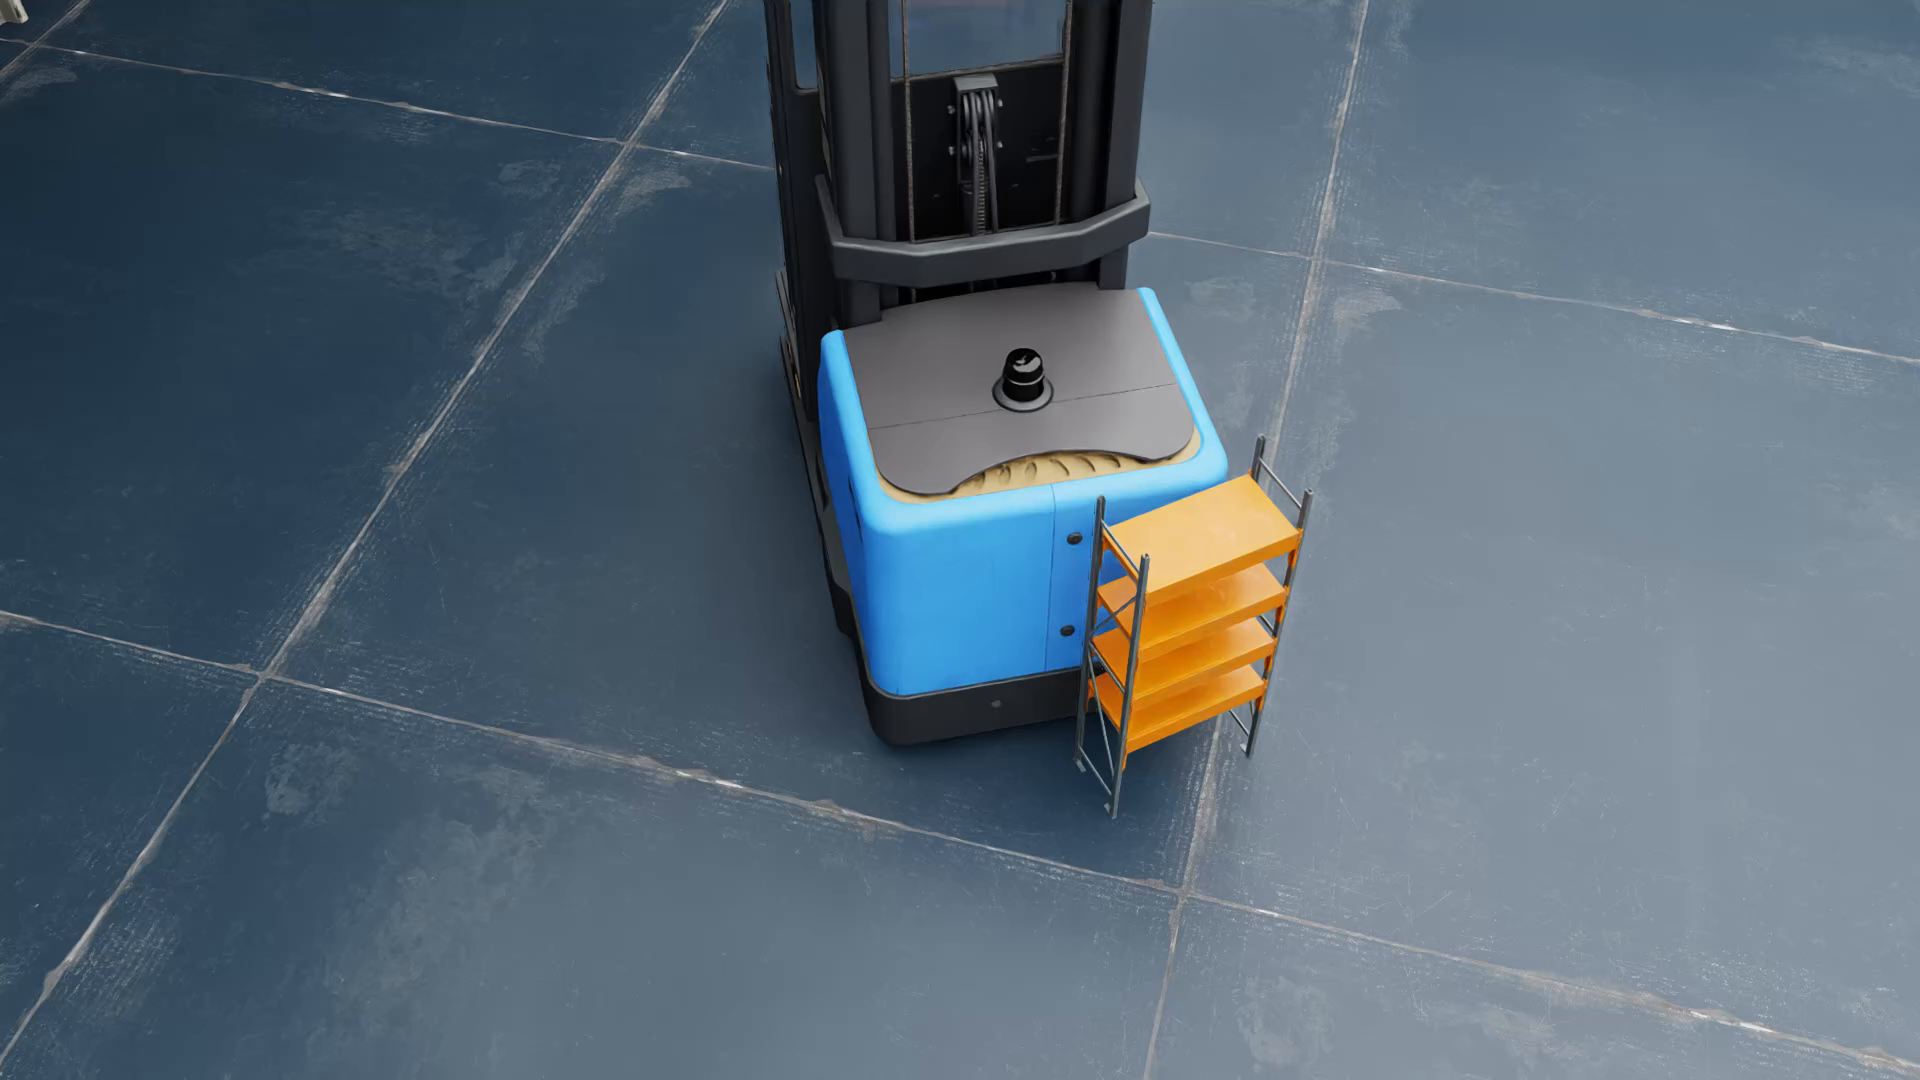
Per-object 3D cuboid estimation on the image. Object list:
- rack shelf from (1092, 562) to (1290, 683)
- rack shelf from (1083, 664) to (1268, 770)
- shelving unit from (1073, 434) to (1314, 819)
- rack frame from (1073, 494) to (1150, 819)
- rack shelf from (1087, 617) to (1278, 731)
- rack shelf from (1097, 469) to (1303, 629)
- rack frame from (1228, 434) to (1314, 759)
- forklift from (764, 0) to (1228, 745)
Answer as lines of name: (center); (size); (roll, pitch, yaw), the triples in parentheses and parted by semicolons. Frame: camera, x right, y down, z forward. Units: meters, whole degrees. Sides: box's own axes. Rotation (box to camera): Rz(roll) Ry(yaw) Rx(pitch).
rack shelf: (0.629, 0.177, 4.585); (0.480, 0.148, 0.258); (-21, 52, -17)
rack shelf: (0.629, 0.456, 4.902); (0.480, 0.148, 0.258); (-21, 52, -17)
shelving unit: (0.629, 0.280, 4.702); (0.503, 1.200, 0.258); (-21, 52, -17)
rack frame: (0.411, 0.362, 4.630); (0.015, 1.200, 0.240); (-21, 52, -17)
rack shelf: (0.629, 0.325, 4.753); (0.480, 0.148, 0.258); (-21, 52, -17)
rack shelf: (0.629, 0.020, 4.408); (0.480, 0.148, 0.258); (-21, 52, -17)
rack frame: (0.847, 0.198, 4.775); (0.015, 1.200, 0.240); (-21, 52, -17)
forklift: (-0.057, -1.470, 5.093); (1.130, 2.935, 3.031); (-9, 49, -8)
